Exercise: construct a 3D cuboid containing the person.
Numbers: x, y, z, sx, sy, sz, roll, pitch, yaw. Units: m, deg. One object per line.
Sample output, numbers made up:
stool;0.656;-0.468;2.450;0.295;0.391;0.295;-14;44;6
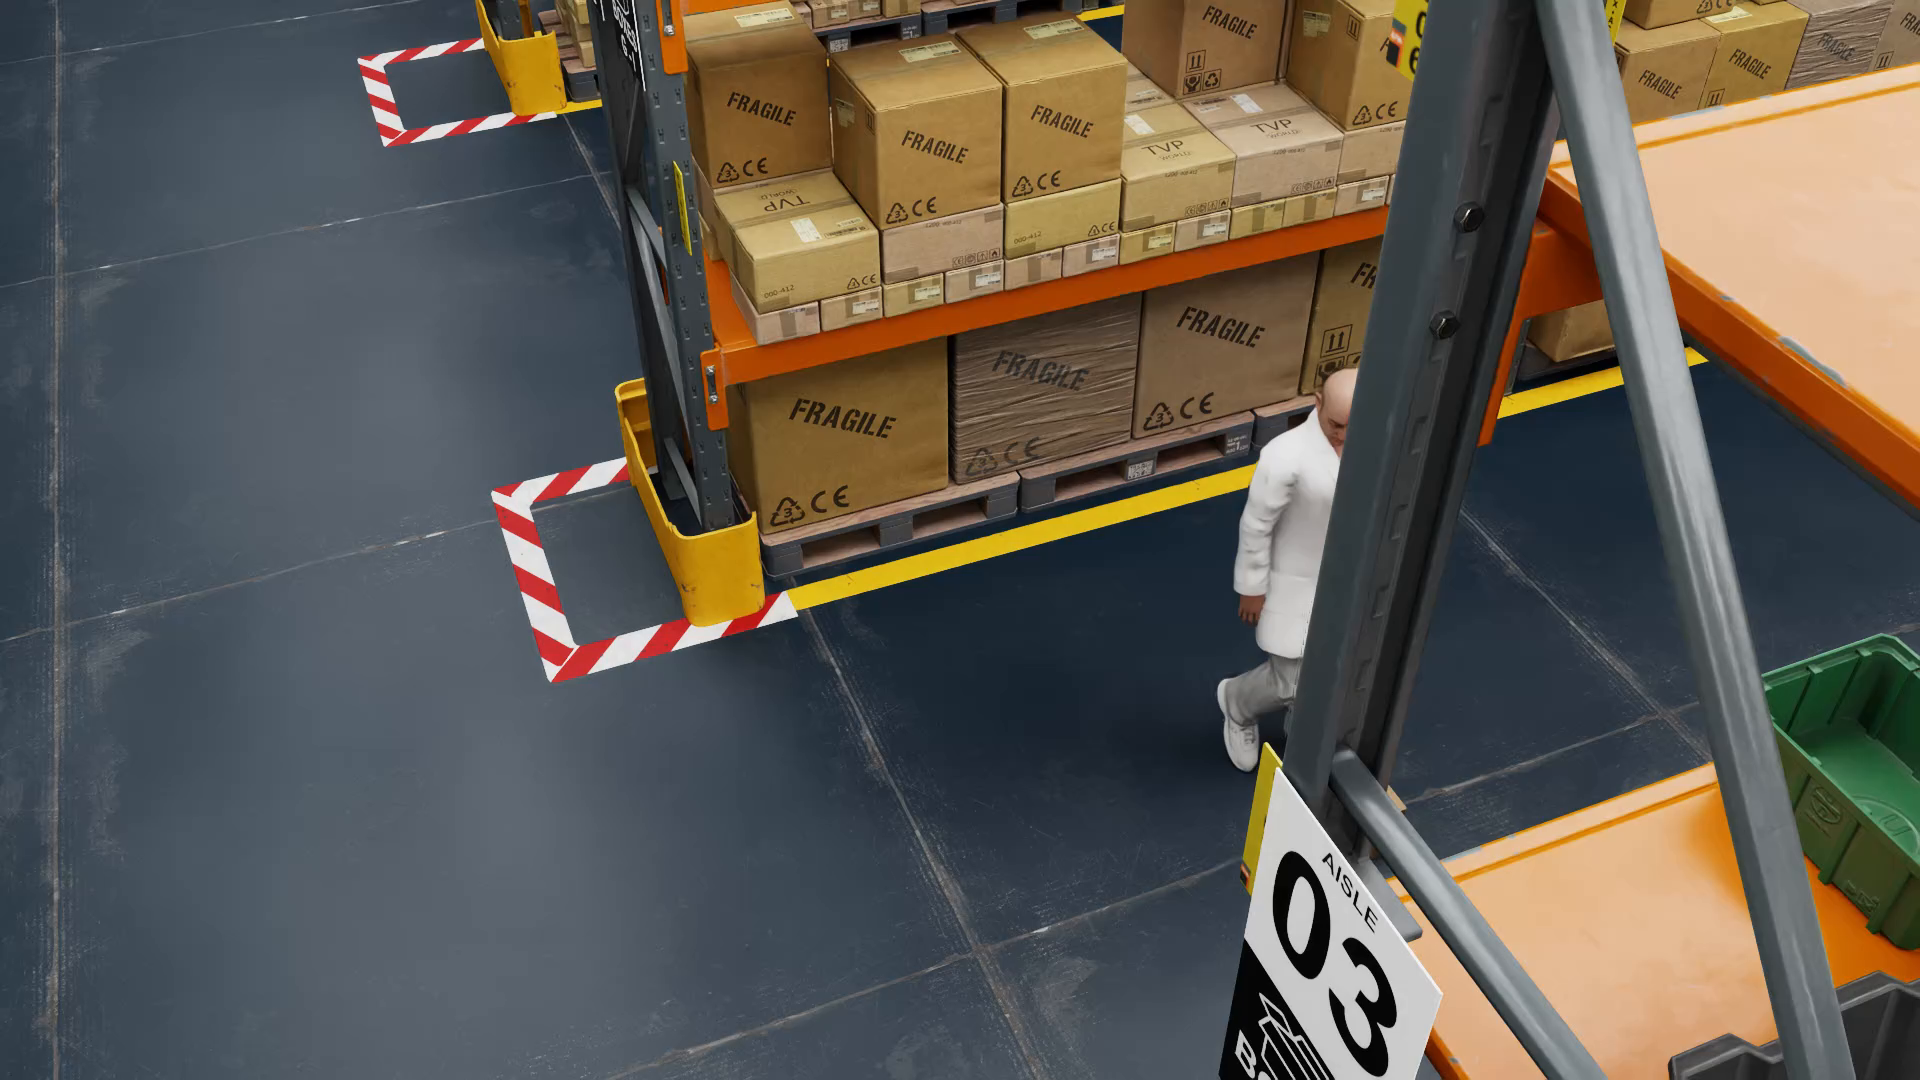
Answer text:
person;1.307;0.137;6.005;0.664;1.789;0.567;-27;48;-28
